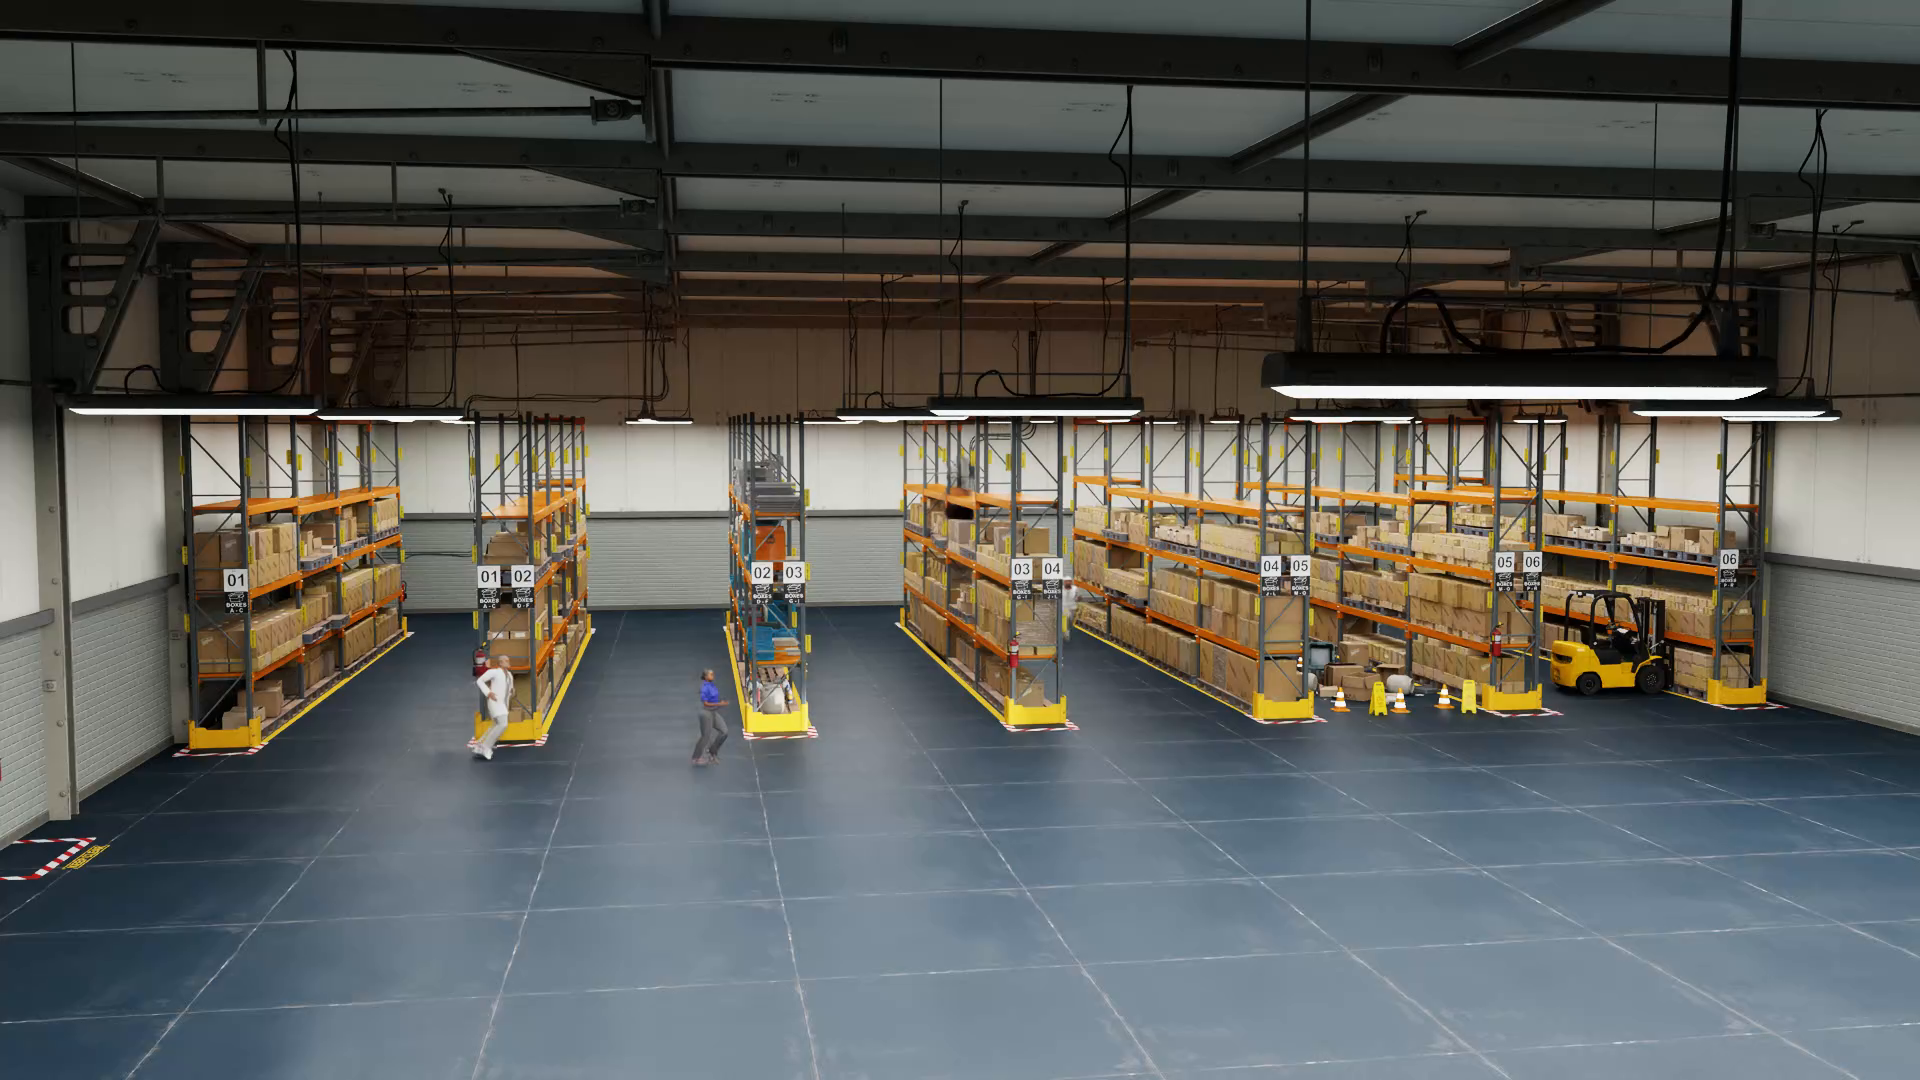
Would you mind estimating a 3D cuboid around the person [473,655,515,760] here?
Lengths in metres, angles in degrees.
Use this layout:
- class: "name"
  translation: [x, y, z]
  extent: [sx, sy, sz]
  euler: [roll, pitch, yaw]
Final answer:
- class: "person"
  translation: [-8.063, 2.897, 28.963]
  extent: [0.696, 1.757, 0.752]
  euler: [1, 4, 17]

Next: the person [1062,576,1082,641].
- class: "person"
  translation: [2.882, 1.811, 43.810]
  extent: [0.655, 1.742, 0.907]
  euler: [0, 4, -6]

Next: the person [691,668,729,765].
- class: "person"
  translation: [-4.209, 2.990, 28.098]
  extent: [0.688, 1.664, 0.544]
  euler: [1, 4, 18]
